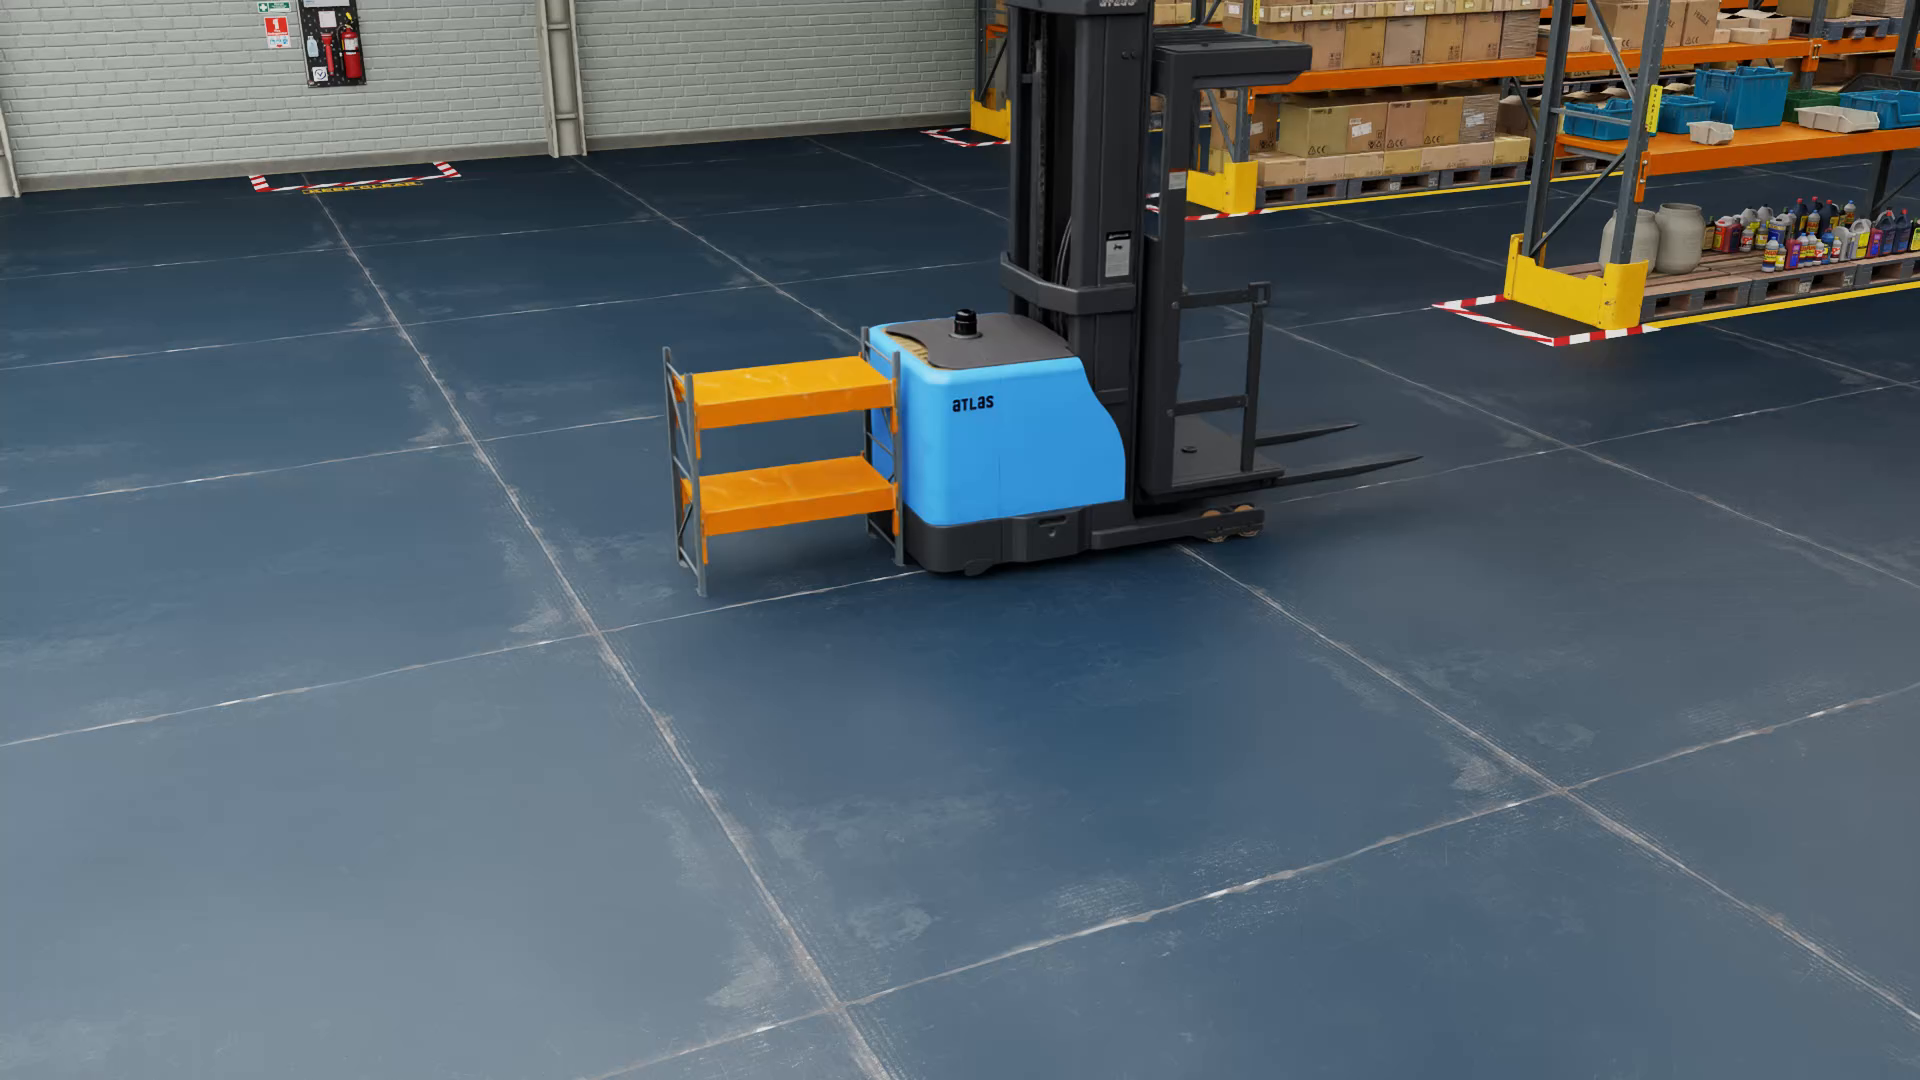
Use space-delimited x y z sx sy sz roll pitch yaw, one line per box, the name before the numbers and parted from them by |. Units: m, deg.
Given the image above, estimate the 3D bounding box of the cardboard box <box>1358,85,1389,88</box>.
cardboard box | 5.640 -6.594 23.450 0.500 0.500 0.700 -10 25 -23

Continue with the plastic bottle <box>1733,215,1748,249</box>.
plastic bottle | 6.584 -2.622 14.148 0.135 0.276 0.152 -11 25 -25

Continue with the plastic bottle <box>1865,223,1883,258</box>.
plastic bottle | 7.602 -2.498 13.840 0.133 0.283 0.061 -9 24 -20

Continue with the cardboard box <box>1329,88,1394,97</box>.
cardboard box | 4.310 -4.589 17.979 0.500 0.500 0.500 -10 25 -24

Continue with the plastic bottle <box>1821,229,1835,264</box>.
plastic bottle | 7.106 -2.409 13.640 0.097 0.271 0.097 0 22 0

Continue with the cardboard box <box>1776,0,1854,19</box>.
cardboard box | 10.337 -6.584 20.054 0.700 0.500 0.500 21 30 41

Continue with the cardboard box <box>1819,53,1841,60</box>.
cardboard box | 13.837 -8.040 26.970 0.500 0.500 0.700 -11 25 -24

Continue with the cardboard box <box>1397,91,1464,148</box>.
cardboard box | 4.987 -4.492 17.745 0.500 0.500 0.500 -10 25 -24

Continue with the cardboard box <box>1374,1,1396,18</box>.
cardboard box | 4.217 -5.425 16.954 0.250 0.149 0.380 -11 25 -24

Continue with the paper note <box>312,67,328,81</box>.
paper note | -7.125 -5.190 18.517 0.142 0.148 0.016 -10 25 -24

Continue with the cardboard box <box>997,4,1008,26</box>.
cardboard box | 0.796 -6.664 21.098 0.500 0.250 0.500 -10 25 -23

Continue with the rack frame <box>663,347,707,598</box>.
rack frame | -1.336 -0.327 8.069 0.032 1.125 0.500 -9 24 -20

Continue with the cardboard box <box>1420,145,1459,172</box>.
cardboard box | 4.992 -4.141 17.878 0.500 0.250 0.500 -10 25 -24

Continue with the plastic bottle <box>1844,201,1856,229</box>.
plastic bottle | 7.882 -2.870 14.754 0.097 0.271 0.097 0 22 0

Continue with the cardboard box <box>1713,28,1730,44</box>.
cardboard box | 8.694 -5.854 19.298 0.250 0.149 0.380 -9 24 -20

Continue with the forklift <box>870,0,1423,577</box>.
forklift | 1.064 -1.519 8.586 3.031 2.935 1.130 -9 24 -20

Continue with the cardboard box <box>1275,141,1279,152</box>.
cardboard box | 3.411 -4.075 17.719 0.500 0.250 0.500 -10 25 -24

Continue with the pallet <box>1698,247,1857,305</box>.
pallet | 6.635 -2.240 13.886 1.213 0.211 1.003 -10 25 -24

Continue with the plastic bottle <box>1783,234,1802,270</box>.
plastic bottle | 6.736 -2.339 13.454 0.133 0.283 0.061 -10 25 -23

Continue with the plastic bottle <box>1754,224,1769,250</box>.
plastic bottle | 6.823 -2.582 14.149 0.097 0.201 0.097 0 22 0

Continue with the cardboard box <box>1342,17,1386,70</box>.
cardboard box | 3.957 -5.162 17.168 0.500 0.500 0.700 -10 25 -23

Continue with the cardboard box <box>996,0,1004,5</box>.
cardboard box | 0.791 -7.018 20.972 0.500 0.500 0.500 -11 25 -24

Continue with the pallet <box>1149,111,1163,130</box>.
pallet | 2.372 -5.628 22.070 1.213 0.211 1.003 -10 25 -24

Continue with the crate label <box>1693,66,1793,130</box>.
crate label | 6.296 -3.581 13.432 0.616 0.435 0.502 -10 25 -24

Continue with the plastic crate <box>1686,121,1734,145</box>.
plastic crate | 5.701 -3.082 12.618 0.250 0.136 0.298 -10 25 -24

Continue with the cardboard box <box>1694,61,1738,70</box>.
cardboard box | 11.989 -7.699 26.145 0.500 0.500 0.700 -10 25 -23

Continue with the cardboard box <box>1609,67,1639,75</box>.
cardboard box | 9.942 -7.470 25.137 0.750 0.750 0.750 -10 24 -22

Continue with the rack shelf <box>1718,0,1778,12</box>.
rack shelf | 13.073 -8.570 26.472 4.000 0.370 1.077 -10 25 -24

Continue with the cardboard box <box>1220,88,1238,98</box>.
cardboard box | 3.594 -6.039 22.546 0.250 0.166 0.380 -14 26 -30

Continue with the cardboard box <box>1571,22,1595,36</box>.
cardboard box | 6.927 -5.684 18.736 0.258 0.266 0.396 -11 25 -25

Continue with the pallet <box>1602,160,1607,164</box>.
pallet | 7.962 -4.588 19.558 1.213 0.211 1.003 -10 25 -24

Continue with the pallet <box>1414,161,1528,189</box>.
pallet | 5.480 -4.131 18.454 1.213 0.211 1.003 -10 25 -24

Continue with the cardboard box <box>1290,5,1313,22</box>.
cardboard box | 3.294 -5.255 16.545 0.250 0.149 0.380 -11 25 -25

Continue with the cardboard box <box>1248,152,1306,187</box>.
cardboard box | 3.190 -3.810 17.077 0.500 0.250 0.500 -10 25 -24

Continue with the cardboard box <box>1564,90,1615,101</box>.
cardboard box | 7.372 -5.056 19.356 0.500 0.311 0.500 -11 25 -24

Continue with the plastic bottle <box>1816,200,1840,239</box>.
plastic bottle | 7.515 -2.768 14.404 0.185 0.351 0.144 -10 25 -24

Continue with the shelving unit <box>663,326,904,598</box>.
shelving unit | -0.864 -0.400 8.245 1.048 1.125 0.538 -9 24 -20

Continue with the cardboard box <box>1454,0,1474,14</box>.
cardboard box | 5.145 -5.596 17.368 0.250 0.149 0.380 -11 25 -24

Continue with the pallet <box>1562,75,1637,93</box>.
pallet | 9.508 -6.924 25.202 1.213 0.211 1.003 -10 25 -24

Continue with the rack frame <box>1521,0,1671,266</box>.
rack frame | 4.755 -3.166 12.476 0.127 3.000 1.000 -10 25 -24

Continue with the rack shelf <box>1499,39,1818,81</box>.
rack shelf | 8.017 -5.537 19.144 4.000 0.370 1.077 -10 25 -24

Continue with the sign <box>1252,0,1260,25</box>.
sign | 2.846 -5.118 15.957 0.005 0.325 0.100 -10 25 -24

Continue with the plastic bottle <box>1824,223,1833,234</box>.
plastic bottle | 7.245 -2.497 13.837 0.133 0.283 0.061 -10 25 -24

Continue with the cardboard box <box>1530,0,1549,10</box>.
cardboard box | 6.062 -5.764 17.774 0.250 0.149 0.380 -10 25 -24

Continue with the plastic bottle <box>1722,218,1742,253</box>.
plastic bottle | 6.506 -2.566 14.003 0.133 0.283 0.061 -10 25 -24

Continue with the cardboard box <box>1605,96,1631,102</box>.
cardboard box | 7.614 -4.870 18.906 0.500 0.311 0.500 -11 25 -25

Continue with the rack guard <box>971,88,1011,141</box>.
rack guard | 0.527 -5.438 21.233 0.348 0.500 1.175 -10 25 -24

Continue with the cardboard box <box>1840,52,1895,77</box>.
cardboard box | 11.529 -6.013 21.068 0.500 0.250 0.500 -11 25 -25

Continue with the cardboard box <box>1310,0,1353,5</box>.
cardboard box | 3.556 -5.690 16.748 0.500 0.500 0.700 -11 25 -25

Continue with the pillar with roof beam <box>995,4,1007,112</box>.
pillar with roof beam | 2.581 -8.283 16.994 0.400 9.000 9.100 -10 25 -24

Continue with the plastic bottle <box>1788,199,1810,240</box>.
plastic bottle | 7.282 -2.787 14.448 0.185 0.351 0.144 -12 25 -26

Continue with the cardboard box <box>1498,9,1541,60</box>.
cardboard box | 5.817 -5.508 18.003 0.500 0.500 0.700 -11 25 -25
